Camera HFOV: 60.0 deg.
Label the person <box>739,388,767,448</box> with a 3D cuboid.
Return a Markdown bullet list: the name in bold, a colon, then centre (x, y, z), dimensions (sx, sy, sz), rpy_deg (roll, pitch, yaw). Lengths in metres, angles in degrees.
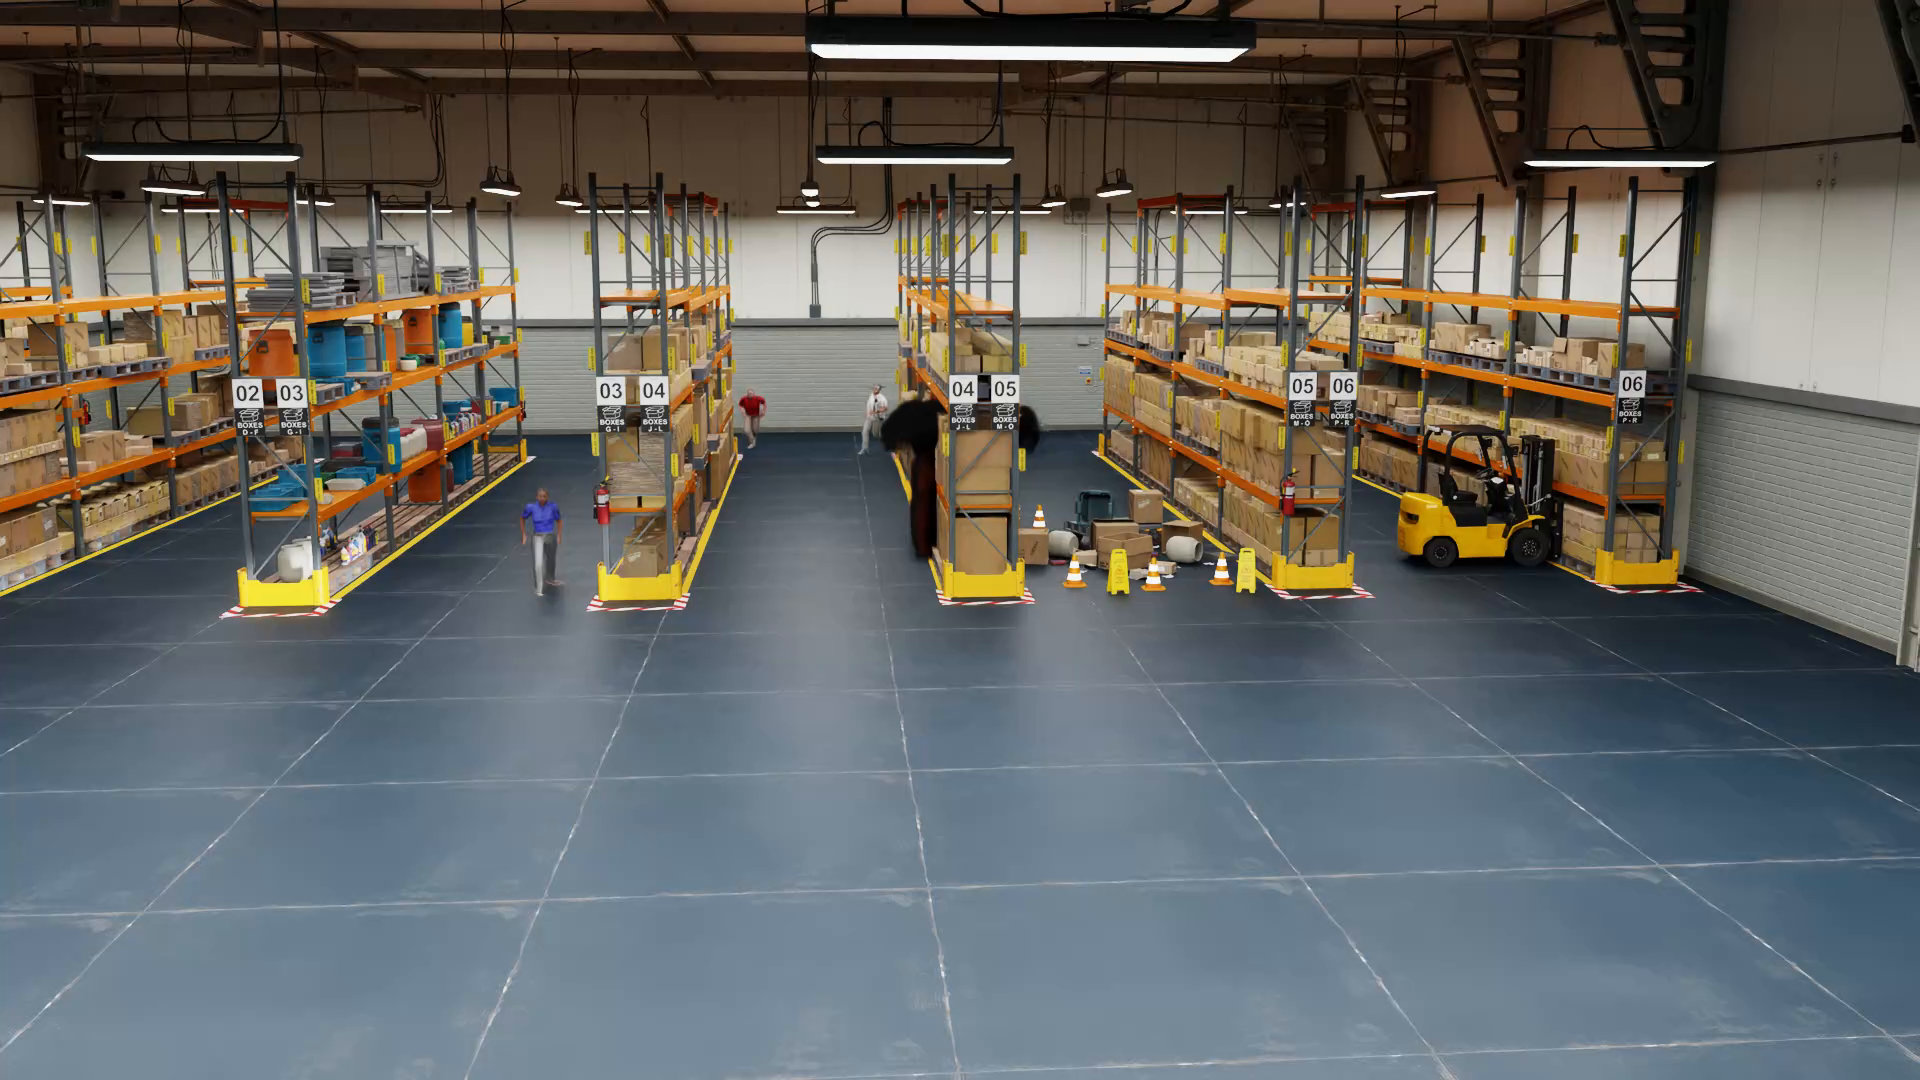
- **person**: centre (-5.178, -3.060, 41.695), dimensions (0.680, 1.531, 0.884), rpy_deg (0, 10, -1)

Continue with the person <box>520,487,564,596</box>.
- **person**: centre (-6.086, -0.022, 24.285), dimensions (0.657, 1.598, 0.739), rpy_deg (-6, 11, -29)

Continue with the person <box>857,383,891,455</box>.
- **person**: centre (-2.034, -2.944, 40.391), dimensions (0.874, 1.765, 0.714), rpy_deg (-9, 13, -40)
